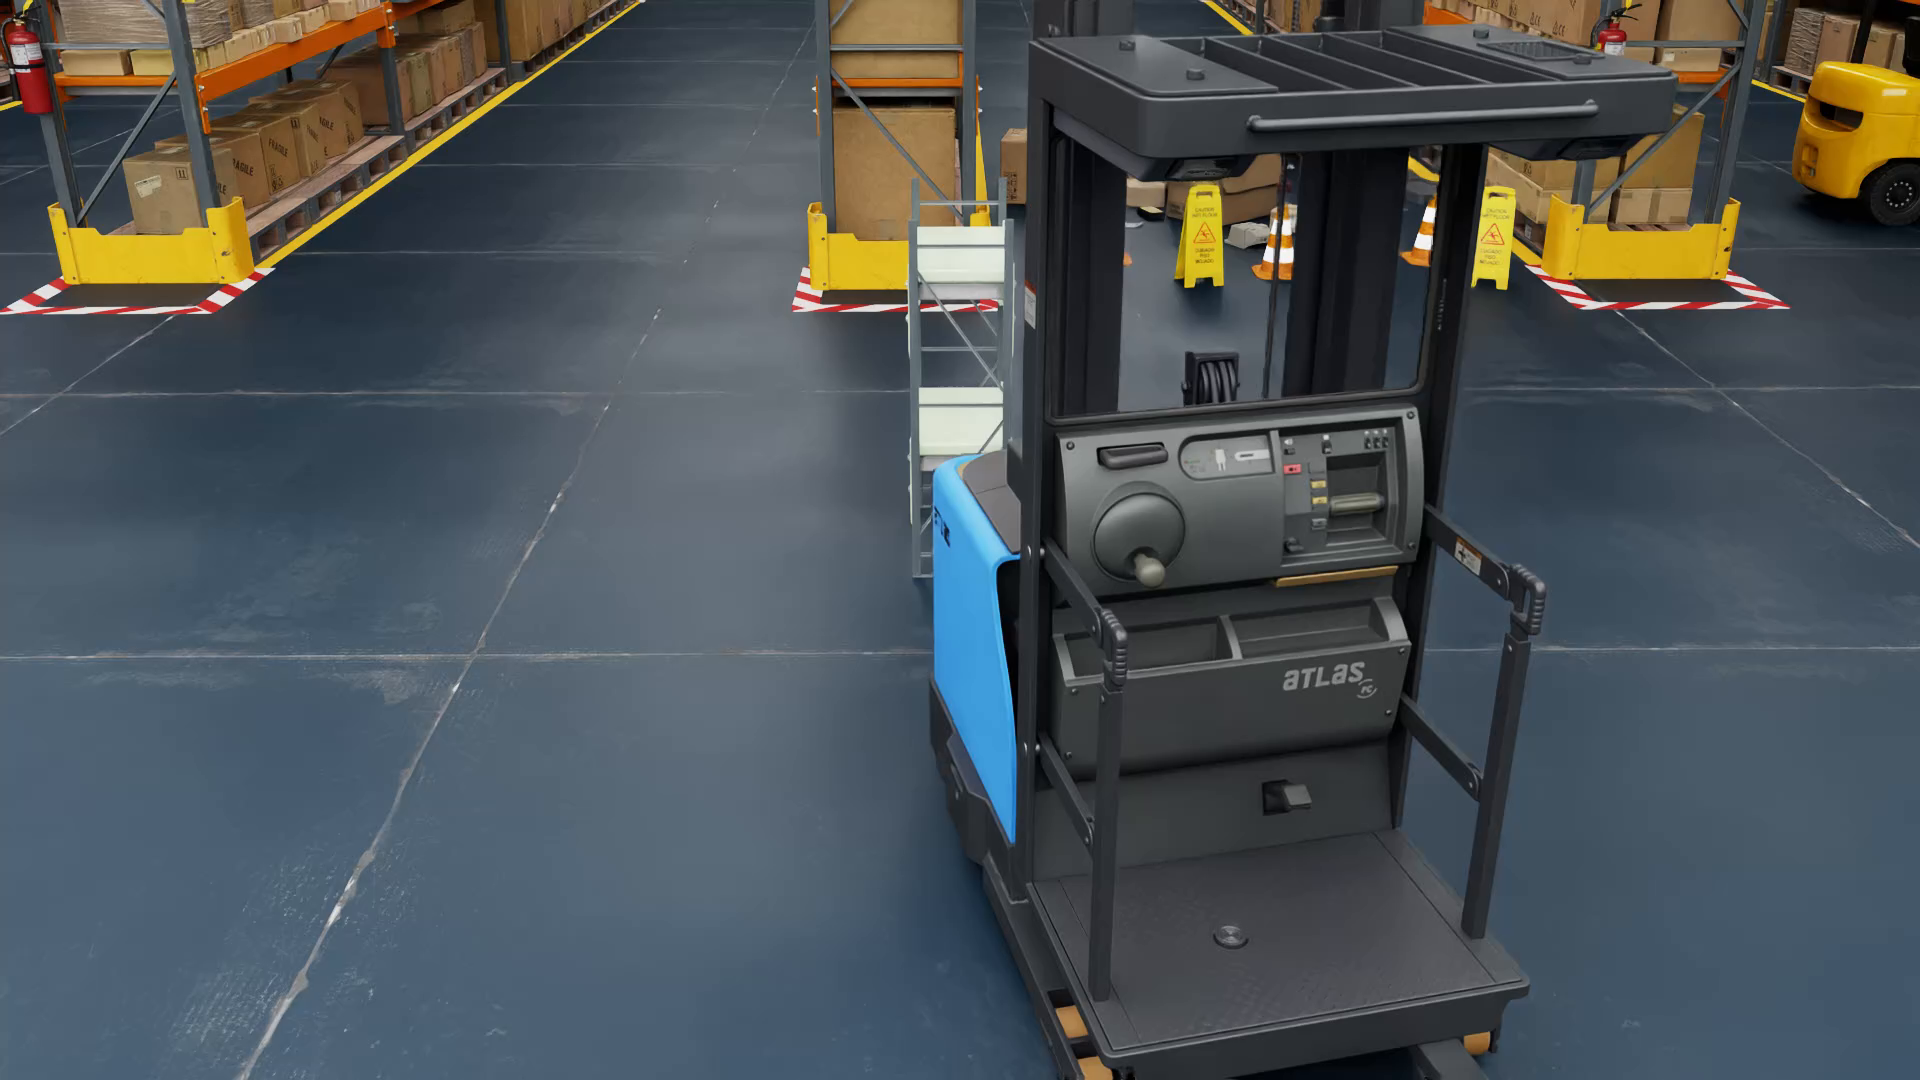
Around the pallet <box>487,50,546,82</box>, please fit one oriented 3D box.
[{"bbox_3d":[-5.379,-5.451,19.046,1.003,0.211,1.213,0,24,-1],"label":"pallet"}]

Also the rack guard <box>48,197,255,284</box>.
[{"bbox_3d":[-5.359,-1.992,11.048,1.175,0.500,0.348,0,24,-1],"label":"rack guard"}]

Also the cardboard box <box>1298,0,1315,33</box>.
[{"bbox_3d":[4.534,-6.317,19.645,0.875,0.875,0.875,0,24,0],"label":"cardboard box"}]

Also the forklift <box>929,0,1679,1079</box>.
[{"bbox_3d":[0.747,-0.076,3.860,1.130,2.935,3.031,-6,25,-12],"label":"forklift"}]

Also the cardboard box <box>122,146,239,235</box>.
[{"bbox_3d":[-5.348,-2.410,11.462,0.500,0.500,0.500,4,25,9],"label":"cardboard box"}]

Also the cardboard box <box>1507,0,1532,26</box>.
[{"bbox_3d":[4.267,-3.960,11.884,0.500,0.500,0.500,0,24,-1],"label":"cardboard box"}]

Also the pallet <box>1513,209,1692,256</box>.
[{"bbox_3d":[4.577,-2.240,11.947,1.003,0.211,1.213,0,24,-1],"label":"pallet"}]

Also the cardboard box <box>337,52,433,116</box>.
[{"bbox_3d":[-5.373,-4.259,15.527,0.700,0.500,0.500,0,24,-1],"label":"cardboard box"}]

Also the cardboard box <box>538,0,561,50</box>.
[{"bbox_3d":[-5.434,-6.271,19.545,1.225,0.875,0.875,0,24,0],"label":"cardboard box"}]

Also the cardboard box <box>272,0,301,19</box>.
[{"bbox_3d":[-5.418,-4.125,12.249,0.875,0.500,0.500,0,24,-1],"label":"cardboard box"}]

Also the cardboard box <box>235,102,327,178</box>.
[{"bbox_3d":[-5.338,-3.144,13.085,0.500,0.500,0.500,-2,24,-5],"label":"cardboard box"}]

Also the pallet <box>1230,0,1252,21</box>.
[{"bbox_3d":[4.474,-7.636,23.878,1.003,0.211,1.213,0,24,-1],"label":"pallet"}]

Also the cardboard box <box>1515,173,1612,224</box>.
[{"bbox_3d":[4.273,-2.425,11.798,0.500,0.250,0.500,0,24,-1],"label":"cardboard box"}]

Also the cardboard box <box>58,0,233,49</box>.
[{"bbox_3d":[-5.337,-3.508,10.883,0.875,0.500,0.500,0,24,-1],"label":"cardboard box"}]

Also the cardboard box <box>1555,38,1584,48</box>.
[{"bbox_3d":[4.220,-3.287,11.182,0.380,0.149,0.250,-1,24,-1],"label":"cardboard box"}]

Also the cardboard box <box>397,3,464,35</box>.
[{"bbox_3d":[-5.392,-5.305,16.929,0.500,0.250,0.500,2,24,5],"label":"cardboard box"}]

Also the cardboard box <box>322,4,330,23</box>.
[{"bbox_3d":[-5.185,-4.134,13.055,0.380,0.149,0.250,0,24,-1],"label":"cardboard box"}]

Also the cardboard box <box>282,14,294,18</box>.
[{"bbox_3d":[-5.178,-3.825,12.372,0.380,0.149,0.250,0,24,-1],"label":"cardboard box"}]

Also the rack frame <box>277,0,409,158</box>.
[{"bbox_3d":[-5.402,-4.748,14.108,1.000,3.000,0.127,0,24,-1],"label":"rack frame"}]

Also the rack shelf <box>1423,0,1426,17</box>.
[{"bbox_3d":[4.486,-5.289,16.177,1.077,0.370,4.000,0,24,-1],"label":"rack shelf"}]

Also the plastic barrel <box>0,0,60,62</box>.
[{"bbox_3d":[-10.421,-5.778,18.510,0.600,0.830,0.708,0,24,-1],"label":"plastic barrel"}]

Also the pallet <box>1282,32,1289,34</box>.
[{"bbox_3d":[4.520,-5.997,20.254,1.003,0.211,1.213,0,24,-1],"label":"pallet"}]

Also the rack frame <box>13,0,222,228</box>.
[{"bbox_3d":[-5.358,-3.100,10.464,1.000,3.000,0.127,0,24,-1],"label":"rack frame"}]

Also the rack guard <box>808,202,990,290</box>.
[{"bbox_3d":[-0.397,-1.932,10.914,1.175,0.500,0.348,0,24,-1],"label":"rack guard"}]

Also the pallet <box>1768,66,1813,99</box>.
[{"bbox_3d":[9.397,-4.855,17.728,1.003,0.211,1.213,0,24,-1],"label":"pallet"}]

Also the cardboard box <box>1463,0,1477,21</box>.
[{"bbox_3d":[4.246,-4.232,13.271,0.380,0.149,0.250,0,24,1],"label":"cardboard box"}]

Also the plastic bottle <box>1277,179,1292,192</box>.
[{"bbox_3d":[2.646,-2.914,13.618,0.133,0.061,0.283,4,25,9],"label":"plastic bottle"}]

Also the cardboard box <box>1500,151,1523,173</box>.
[{"bbox_3d":[4.273,-2.969,12.091,0.500,0.500,0.500,1,24,1],"label":"cardboard box"}]

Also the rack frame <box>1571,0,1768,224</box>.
[{"bbox_3d":[4.551,-3.144,10.562,1.000,3.000,0.127,0,24,-1],"label":"rack frame"}]

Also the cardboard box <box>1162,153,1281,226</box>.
[{"bbox_3d":[2.001,-2.719,12.652,0.797,0.503,0.637,-19,31,-36],"label":"cardboard box"}]

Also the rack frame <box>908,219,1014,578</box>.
[{"bbox_3d":[0.004,-0.530,6.601,0.400,1.500,0.023,0,24,-1],"label":"rack frame"}]

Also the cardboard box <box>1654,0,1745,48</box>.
[{"bbox_3d":[4.823,-3.522,10.915,0.500,0.500,0.500,-1,24,-1],"label":"cardboard box"}]

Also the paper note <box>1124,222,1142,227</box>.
[{"bbox_3d":[1.284,-2.364,12.441,0.144,0.017,0.142,8,26,18],"label":"paper note"}]

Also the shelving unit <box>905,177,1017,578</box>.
[{"bbox_3d":[0.000,-0.681,6.935,0.431,1.500,0.755,0,24,-1],"label":"shelving unit"}]

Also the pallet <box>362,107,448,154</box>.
[{"bbox_3d":[-5.412,-3.798,15.392,1.003,0.211,1.213,0,24,-1],"label":"pallet"}]

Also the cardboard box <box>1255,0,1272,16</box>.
[{"bbox_3d":[4.521,-7.372,22.510,0.875,0.438,0.875,-1,24,-1],"label":"cardboard box"}]

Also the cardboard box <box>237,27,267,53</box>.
[{"bbox_3d":[-5.113,-3.516,11.689,0.380,0.149,0.250,0,24,-1],"label":"cardboard box"}]

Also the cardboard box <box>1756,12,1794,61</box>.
[{"bbox_3d":[9.208,-5.690,18.716,0.500,0.500,0.500,0,24,1],"label":"cardboard box"}]

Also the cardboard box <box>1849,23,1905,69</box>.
[{"bbox_3d":[9.443,-4.770,16.530,0.875,0.625,0.625,-1,24,-3],"label":"cardboard box"}]

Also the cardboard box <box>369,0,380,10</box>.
[{"bbox_3d":[-5.106,-4.546,13.967,0.380,0.149,0.250,0,24,-1],"label":"cardboard box"}]

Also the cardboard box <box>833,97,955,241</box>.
[{"bbox_3d":[-0.471,-2.583,11.390,0.875,0.875,0.875,0,24,0],"label":"cardboard box"}]

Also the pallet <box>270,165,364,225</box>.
[{"bbox_3d":[-5.343,-2.697,12.957,1.003,0.211,1.213,0,24,-1],"label":"pallet"}]

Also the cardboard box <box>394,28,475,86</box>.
[{"bbox_3d":[-5.399,-4.953,17.062,0.700,0.500,0.500,-2,24,-5],"label":"cardboard box"}]

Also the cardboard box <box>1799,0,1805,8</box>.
[{"bbox_3d":[9.757,-6.139,18.919,0.380,0.149,0.250,0,24,1],"label":"cardboard box"}]

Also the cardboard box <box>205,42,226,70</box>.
[{"bbox_3d":[-5.106,-3.207,11.006,0.380,0.149,0.250,0,24,-1],"label":"cardboard box"}]

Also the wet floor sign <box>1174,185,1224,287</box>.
[{"bbox_3d":[1.583,-2.005,10.900,0.267,0.644,0.232,-4,25,-10],"label":"wet floor sign"}]

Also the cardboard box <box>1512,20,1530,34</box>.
[{"bbox_3d":[4.249,-3.710,12.117,0.380,0.149,0.250,-1,24,-1],"label":"cardboard box"}]

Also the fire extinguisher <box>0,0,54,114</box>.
[{"bbox_3d":[-5.818,-3.015,10.371,0.296,0.674,0.183,0,24,-1],"label":"fire extinguisher"}]

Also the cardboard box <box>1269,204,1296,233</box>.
[{"bbox_3d":[2.517,-2.376,12.323,0.380,0.149,0.250,13,27,27],"label":"cardboard box"}]

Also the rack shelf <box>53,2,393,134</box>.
[{"bbox_3d":[-5.380,-3.596,12.434,1.077,0.370,4.000,0,24,-1],"label":"rack shelf"}]

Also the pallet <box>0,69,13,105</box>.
[{"bbox_3d":[-10.428,-4.784,17.572,1.003,0.211,1.213,0,24,-1],"label":"pallet"}]

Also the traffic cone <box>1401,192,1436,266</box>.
[{"bbox_3d":[3.257,-2.160,11.464,0.336,0.463,0.334,0,24,-1],"label":"traffic cone"}]

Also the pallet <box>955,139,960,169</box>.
[{"bbox_3d":[-0.511,-3.145,13.947,1.003,0.211,1.213,0,24,-1],"label":"pallet"}]

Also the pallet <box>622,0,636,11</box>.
[{"bbox_3d":[-5.446,-8.093,24.888,1.003,0.211,1.213,0,24,-1],"label":"pallet"}]

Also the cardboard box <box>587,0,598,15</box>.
[{"bbox_3d":[-5.416,-7.540,22.350,0.875,0.875,0.875,0,24,-1],"label":"cardboard box"}]

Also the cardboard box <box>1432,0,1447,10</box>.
[{"bbox_3d":[4.190,-4.547,13.968,0.380,0.149,0.250,0,24,-1],"label":"cardboard box"}]
